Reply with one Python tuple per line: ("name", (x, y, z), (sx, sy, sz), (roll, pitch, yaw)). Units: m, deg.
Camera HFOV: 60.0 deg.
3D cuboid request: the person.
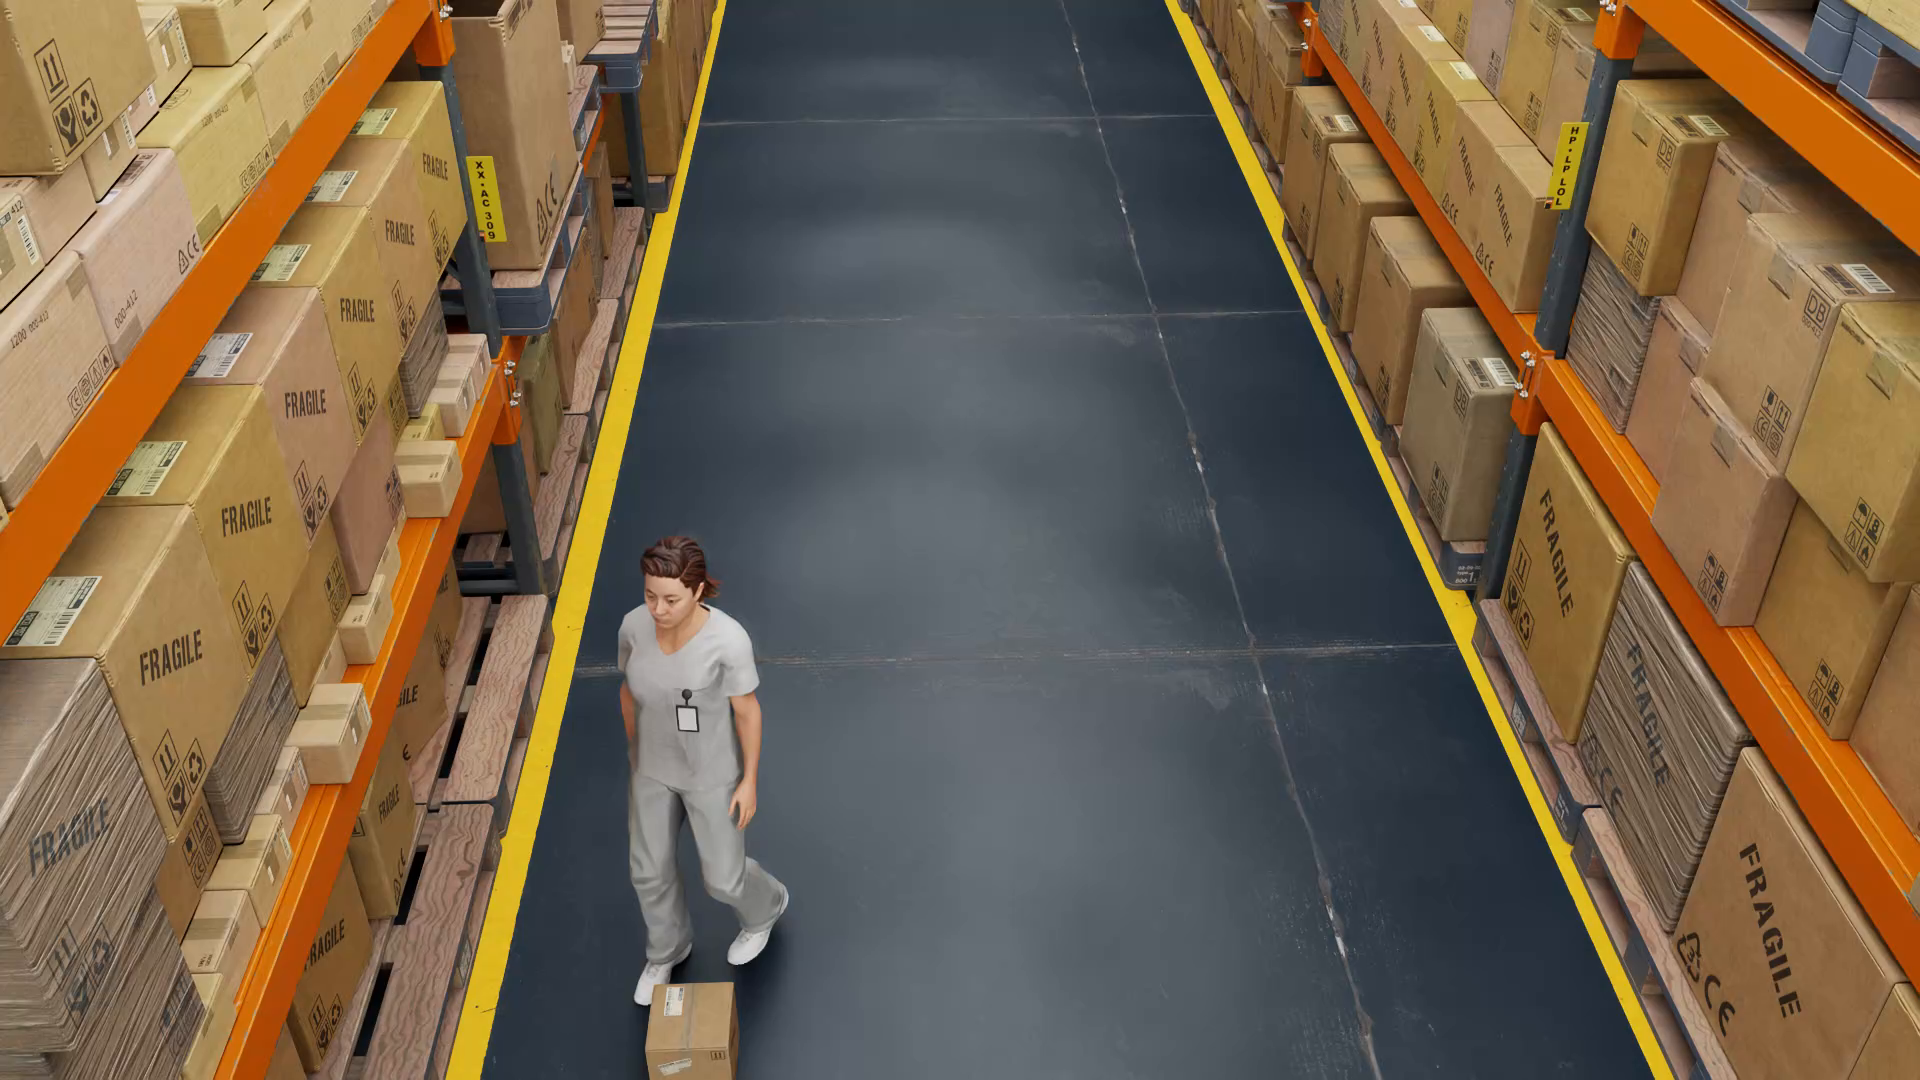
("person", (-0.848, 0.734, 5.137), (0.469, 1.668, 0.540), (9, 36, 13))
